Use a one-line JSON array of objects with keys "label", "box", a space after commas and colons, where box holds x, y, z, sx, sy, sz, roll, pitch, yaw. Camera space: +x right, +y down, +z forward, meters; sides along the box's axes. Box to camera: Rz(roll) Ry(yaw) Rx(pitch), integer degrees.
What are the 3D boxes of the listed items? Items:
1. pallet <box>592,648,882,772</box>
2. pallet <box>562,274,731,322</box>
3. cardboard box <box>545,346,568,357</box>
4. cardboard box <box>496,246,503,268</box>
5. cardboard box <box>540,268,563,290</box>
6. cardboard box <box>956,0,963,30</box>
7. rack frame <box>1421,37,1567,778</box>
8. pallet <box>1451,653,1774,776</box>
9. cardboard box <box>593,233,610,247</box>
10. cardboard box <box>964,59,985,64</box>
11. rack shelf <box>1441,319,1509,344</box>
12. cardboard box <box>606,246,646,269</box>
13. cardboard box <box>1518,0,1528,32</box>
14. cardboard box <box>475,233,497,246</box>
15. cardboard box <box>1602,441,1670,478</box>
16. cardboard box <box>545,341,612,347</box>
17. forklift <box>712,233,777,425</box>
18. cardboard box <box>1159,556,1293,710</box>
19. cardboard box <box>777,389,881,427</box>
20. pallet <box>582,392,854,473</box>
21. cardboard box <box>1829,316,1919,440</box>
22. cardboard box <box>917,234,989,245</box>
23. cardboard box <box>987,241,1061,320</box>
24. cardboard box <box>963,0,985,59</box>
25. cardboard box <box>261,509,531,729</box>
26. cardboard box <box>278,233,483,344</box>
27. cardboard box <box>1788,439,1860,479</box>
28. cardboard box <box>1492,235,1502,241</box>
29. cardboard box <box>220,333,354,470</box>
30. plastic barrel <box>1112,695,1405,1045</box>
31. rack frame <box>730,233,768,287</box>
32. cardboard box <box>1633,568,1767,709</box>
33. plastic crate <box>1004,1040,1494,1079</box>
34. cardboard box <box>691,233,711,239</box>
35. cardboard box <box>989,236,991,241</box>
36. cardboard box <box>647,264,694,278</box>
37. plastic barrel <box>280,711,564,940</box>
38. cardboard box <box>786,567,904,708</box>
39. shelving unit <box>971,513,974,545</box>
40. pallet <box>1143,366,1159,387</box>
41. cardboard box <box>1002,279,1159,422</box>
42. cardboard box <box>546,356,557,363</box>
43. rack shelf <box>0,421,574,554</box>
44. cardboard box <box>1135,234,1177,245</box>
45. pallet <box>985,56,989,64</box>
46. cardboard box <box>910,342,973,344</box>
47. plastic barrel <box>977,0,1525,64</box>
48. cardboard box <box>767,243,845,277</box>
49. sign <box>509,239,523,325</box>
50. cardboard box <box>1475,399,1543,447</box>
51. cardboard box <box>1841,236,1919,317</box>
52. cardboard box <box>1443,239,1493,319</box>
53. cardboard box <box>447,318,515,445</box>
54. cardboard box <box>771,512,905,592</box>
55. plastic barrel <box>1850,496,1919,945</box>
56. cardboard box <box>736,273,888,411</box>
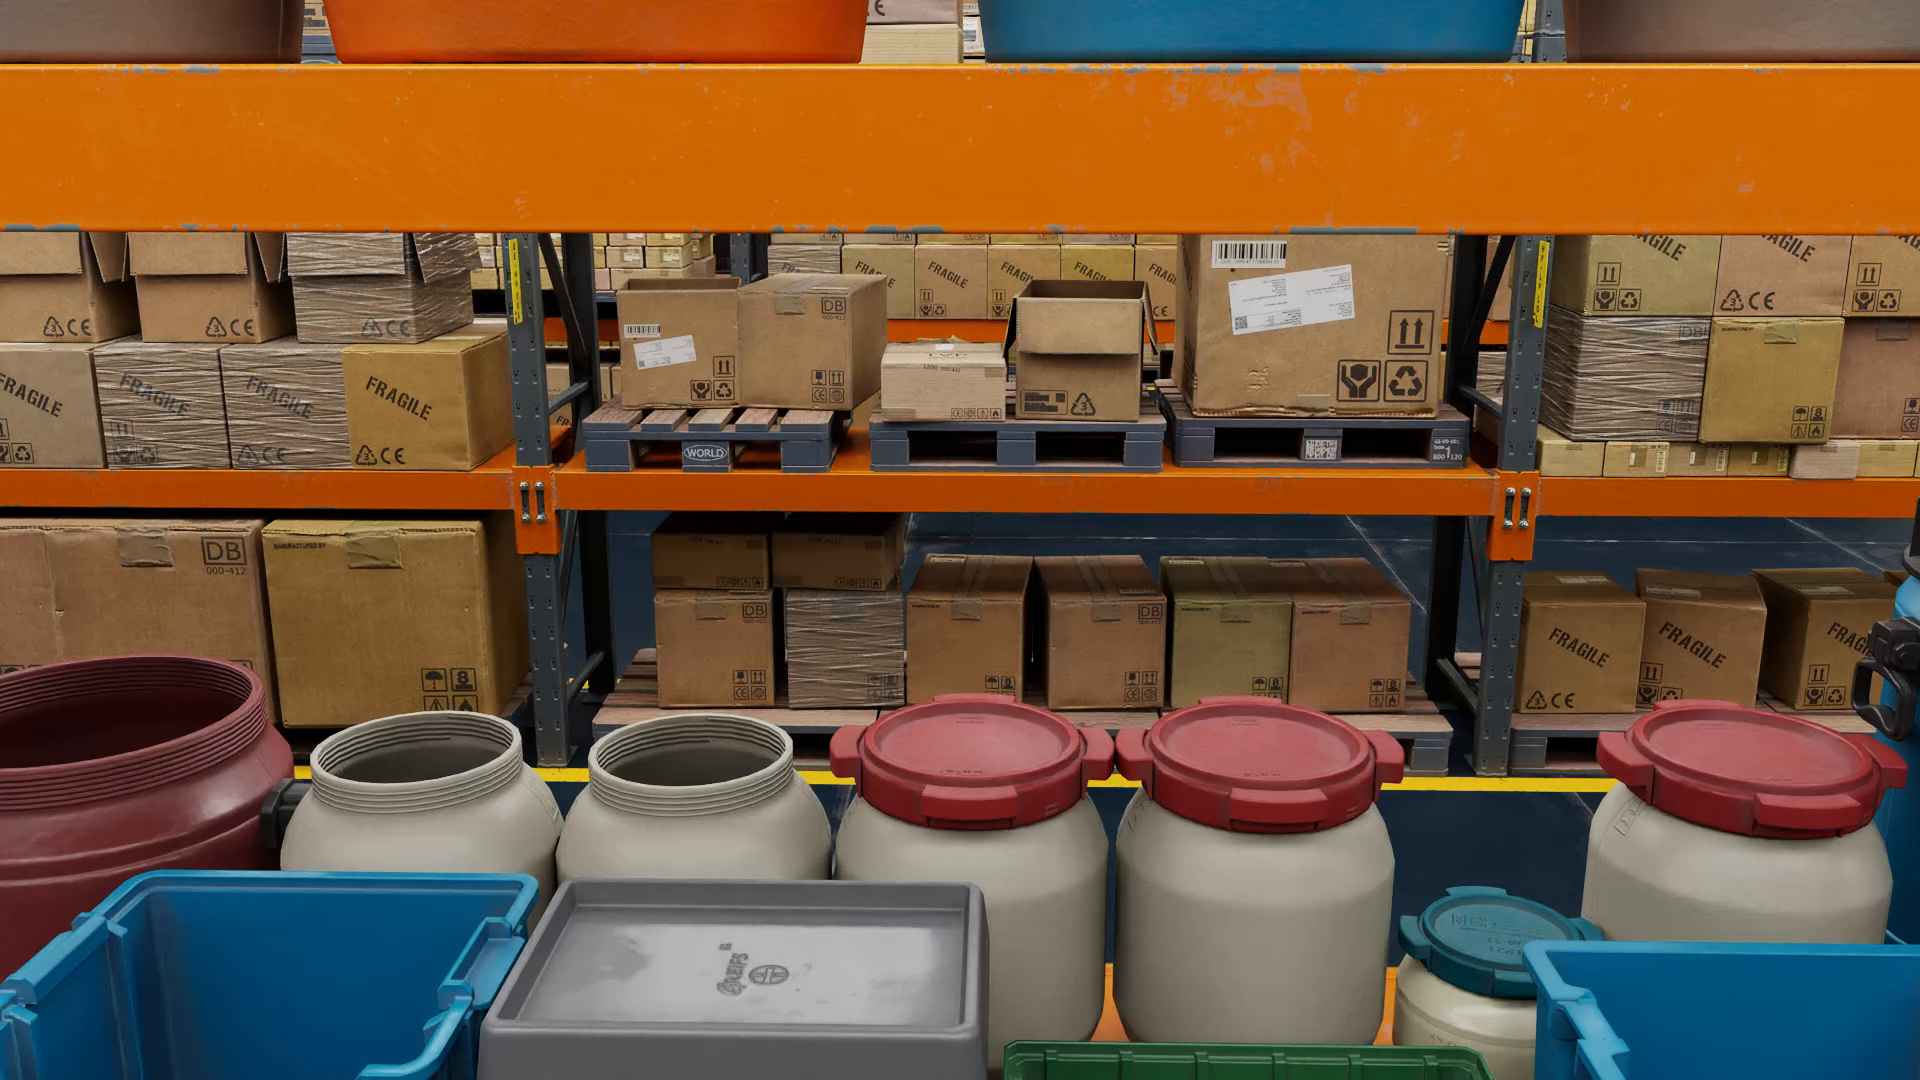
[{"label": "pallet", "box": [-0.956, 0.755, 7.563, 1.213, 0.211, 1.003, 0, 15, 1]}, {"label": "pallet", "box": [-2.225, -1.747, 11.959, 1.003, 0.211, 1.213, 0, 15, 1]}, {"label": "cardboard box", "box": [-3.194, -1.296, 12.478, 0.500, 0.250, 0.500, 0, 15, 2]}, {"label": "cardboard box", "box": [-3.044, -1.981, 11.556, 0.250, 0.149, 0.380, 0, 15, 1]}, {"label": "cardboard box", "box": [-2.769, -1.836, 11.590, 0.250, 0.149, 0.380, 0, 15, 1]}, {"label": "cardboard box", "box": [-0.246, -2.392, 6.970, 0.500, 0.500, 0.500, 1, 15, 2]}, {"label": "rack frame", "box": [2.262, -0.572, 7.129, 0.127, 3.000, 1.000, 0, 15, 1]}, {"label": "pallet", "box": [2.934, 0.771, 7.502, 1.213, 0.211, 1.003, 0, 15, 1]}, {"label": "cardboard box", "box": [-2.524, -2.122, 11.506, 0.250, 0.149, 0.380, 1, 15, 3]}, {"label": "cardboard box", "box": [0.041, -4.623, 16.401, 0.637, 0.503, 0.797, 0, 15, 1]}, {"label": "rack shelf", "box": [4.489, -1.476, 11.963, 4.000, 0.370, 1.077, 0, 15, 1]}, {"label": "cardboard box", "box": [-2.282, -1.976, 11.537, 0.250, 0.149, 0.380, 1, 15, 4]}, {"label": "cardboard box", "box": [3.475, -3.532, 11.159, 0.500, 0.250, 0.500, 0, 15, 1]}, {"label": "cardboard box", "box": [-3.304, -2.127, 11.525, 0.250, 0.149, 0.380, 1, 15, 4]}, {"label": "cardboard box", "box": [2.718, -0.368, 6.846, 0.250, 0.149, 0.380, 0, 15, 1]}, {"label": "cardboard box", "box": [-3.958, -2.340, 17.170, 0.875, 0.875, 0.875, 1, 15, 3]}, {"label": "forklift", "box": [-1.364, -2.414, 14.243, 3.031, 2.935, 1.130, -1, 15, -3]}, {"label": "cardboard box", "box": [1.172, 0.406, 7.458, 0.500, 0.500, 0.700, 0, 15, 1]}, {"label": "cardboard box", "box": [-0.903, -0.951, 12.151, 0.750, 0.750, 1.050, 0, 15, 1]}, {"label": "pallet", "box": [-1.022, -0.528, 7.338, 1.003, 0.211, 1.213, 0, 15, 1]}, {"label": "cardboard box", "box": [3.711, -0.756, 7.046, 0.500, 0.500, 0.875, 0, 15, 1]}, {"label": "cardboard box", "box": [-0.042, -2.383, 11.837, 0.500, 0.500, 0.700, 0, 15, 1]}, {"label": "cardboard box", "box": [0.443, -1.829, 11.698, 0.500, 0.500, 0.500, 0, 15, 1]}, {"label": "cardboard box", "box": [0.235, -3.673, 11.786, 0.500, 0.500, 0.500, 0, 15, 1]}, {"label": "cardboard box", "box": [-2.427, 0.216, 7.483, 0.875, 0.875, 1.225, 0, 15, -1]}, {"label": "cardboard box", "box": [-2.468, -1.141, 7.121, 0.637, 0.503, 0.797, 1, 15, 3]}, {"label": "cardboard box", "box": [3.468, -0.362, 6.824, 0.250, 0.149, 0.380, 0, 15, 1]}, {"label": "cardboard box", "box": [3.946, -2.407, 11.674, 0.550, 0.550, 0.875, 0, 15, 1]}, {"label": "cardboard box", "box": [-2.735, -0.591, 7.006, 0.500, 0.500, 0.500, 0, 15, 1]}, {"label": "plastic barrel", "box": [0.451, 0.558, 2.578, 0.433, 0.535, 0.433, 0, 15, 0]}, {"label": "rack frame", "box": [-1.509, -1.863, 12.020, 0.127, 3.000, 1.000, 0, 15, 1]}, {"label": "cardboard box", "box": [3.233, 0.448, 7.339, 0.500, 0.500, 0.500, 5, 16, 19]}, {"label": "plastic crate", "box": [0.387, 0.854, 2.139, 0.662, 0.188, 0.450, 0, 15, 1]}, {"label": "cardboard box", "box": [-1.971, -2.284, 12.121, 0.250, 0.149, 0.380, 0, 15, 2]}, {"label": "cardboard box", "box": [0.458, -1.967, 12.221, 0.500, 0.500, 0.500, 1, 15, 2]}, {"label": "cardboard box", "box": [-2.014, -1.830, 11.566, 0.250, 0.149, 0.380, 1, 15, 2]}, {"label": "plastic barrel", "box": [-0.830, 0.563, 2.607, 0.421, 0.512, 0.421, 0, 15, 0]}, {"label": "cardboard box", "box": [-0.512, 0.397, 7.492, 0.500, 0.500, 0.700, -1, 15, -3]}, {"label": "shelving unit", "box": [-0.165, -0.581, 10.691, 0.503, 1.200, 0.258, 0, 15, 1]}, {"label": "pallet", "box": [1.736, -1.756, 17.082, 1.213, 0.211, 1.003, 0, 15, 1]}, {"label": "cardboard box", "box": [0.526, -0.813, 7.016, 0.637, 0.503, 0.797, 2, 15, 7]}, {"label": "cardboard box", "box": [-3.213, -1.165, 11.983, 0.500, 0.250, 0.500, 1, 15, 3]}, {"label": "rack shelf", "box": [-3.737, -0.264, 7.369, 4.000, 0.370, 1.077, 0, 15, 1]}, {"label": "cardboard box", "box": [1.478, -2.373, 11.798, 0.500, 0.500, 0.700, 0, 15, 0]}, {"label": "pallet", "box": [0.610, -1.969, 6.911, 1.003, 0.211, 1.213, 0, 15, 1]}, {"label": "cardboard box", "box": [-0.182, -2.049, 17.055, 0.625, 0.372, 0.950, 0, 15, 0]}, {"label": "plastic barrel", "box": [0.313, -0.958, 1.730, 0.708, 0.901, 0.600, 0, 15, 1]}, {"label": "cardboard box", "box": [-1.068, -1.839, 11.735, 0.500, 0.500, 0.500, 1, 15, 2]}, {"label": "sign", "box": [-1.748, -1.017, 6.544, 0.005, 0.325, 0.100, 0, 15, 1]}, {"label": "cardboard box", "box": [2.484, -0.524, 7.440, 0.250, 0.149, 0.380, 0, 15, 1]}, {"label": "cardboard box", "box": [3.705, -1.174, 6.670, 0.500, 0.500, 0.500, 0, 15, 1]}, {"label": "cardboard box", "box": [3.409, -1.912, 11.913, 0.550, 0.550, 0.875, 0, 15, 1]}, {"label": "cardboard box", "box": [-2.216, -0.719, 7.490, 0.500, 0.500, 0.500, 1, 15, 3]}, {"label": "cardboard box", "box": [-0.536, 0.033, 7.404, 0.500, 0.250, 0.500, 2, 15, 8]}, {"label": "plastic barrel", "box": [1.757, 0.369, 2.580, 0.708, 0.901, 0.600, 0, 15, 1]}, {"label": "cardboard box", "box": [-0.636, -0.878, 7.270, 0.500, 0.500, 0.700, 3, 15, 10]}]
